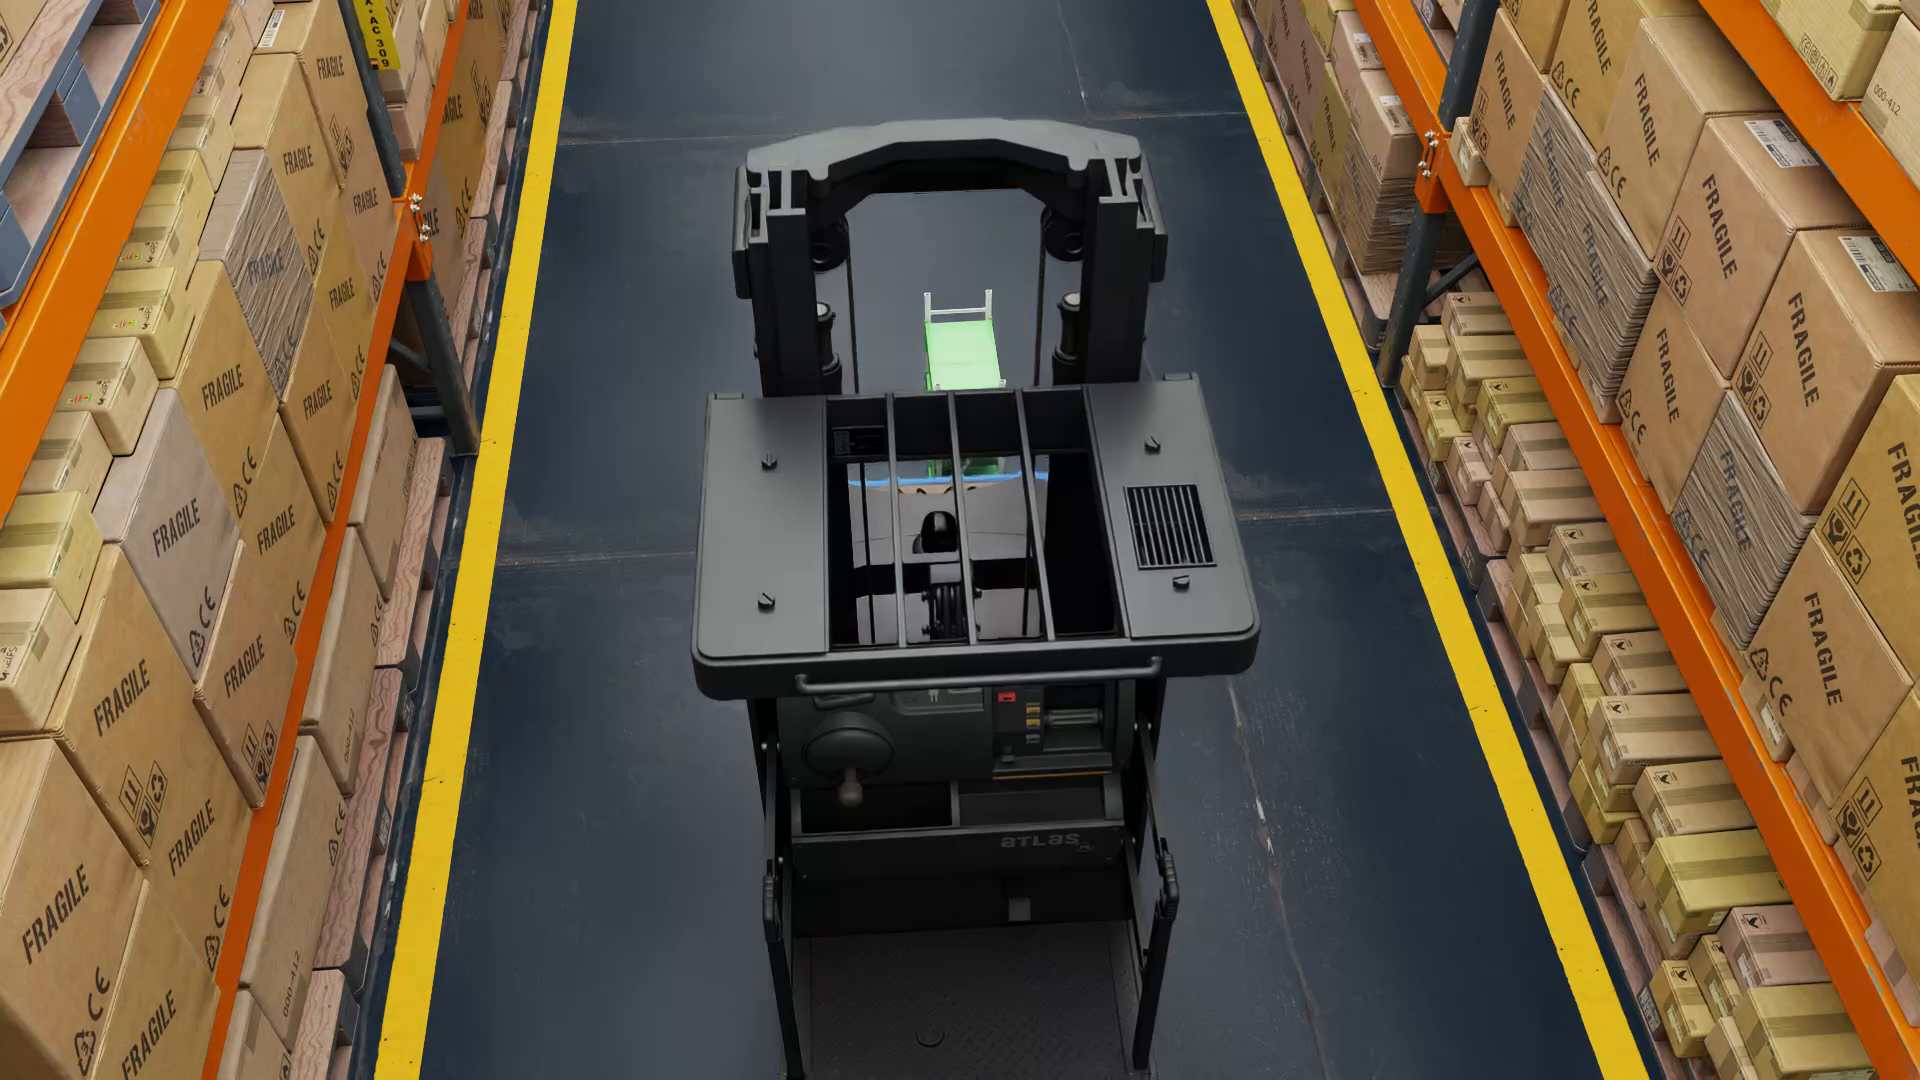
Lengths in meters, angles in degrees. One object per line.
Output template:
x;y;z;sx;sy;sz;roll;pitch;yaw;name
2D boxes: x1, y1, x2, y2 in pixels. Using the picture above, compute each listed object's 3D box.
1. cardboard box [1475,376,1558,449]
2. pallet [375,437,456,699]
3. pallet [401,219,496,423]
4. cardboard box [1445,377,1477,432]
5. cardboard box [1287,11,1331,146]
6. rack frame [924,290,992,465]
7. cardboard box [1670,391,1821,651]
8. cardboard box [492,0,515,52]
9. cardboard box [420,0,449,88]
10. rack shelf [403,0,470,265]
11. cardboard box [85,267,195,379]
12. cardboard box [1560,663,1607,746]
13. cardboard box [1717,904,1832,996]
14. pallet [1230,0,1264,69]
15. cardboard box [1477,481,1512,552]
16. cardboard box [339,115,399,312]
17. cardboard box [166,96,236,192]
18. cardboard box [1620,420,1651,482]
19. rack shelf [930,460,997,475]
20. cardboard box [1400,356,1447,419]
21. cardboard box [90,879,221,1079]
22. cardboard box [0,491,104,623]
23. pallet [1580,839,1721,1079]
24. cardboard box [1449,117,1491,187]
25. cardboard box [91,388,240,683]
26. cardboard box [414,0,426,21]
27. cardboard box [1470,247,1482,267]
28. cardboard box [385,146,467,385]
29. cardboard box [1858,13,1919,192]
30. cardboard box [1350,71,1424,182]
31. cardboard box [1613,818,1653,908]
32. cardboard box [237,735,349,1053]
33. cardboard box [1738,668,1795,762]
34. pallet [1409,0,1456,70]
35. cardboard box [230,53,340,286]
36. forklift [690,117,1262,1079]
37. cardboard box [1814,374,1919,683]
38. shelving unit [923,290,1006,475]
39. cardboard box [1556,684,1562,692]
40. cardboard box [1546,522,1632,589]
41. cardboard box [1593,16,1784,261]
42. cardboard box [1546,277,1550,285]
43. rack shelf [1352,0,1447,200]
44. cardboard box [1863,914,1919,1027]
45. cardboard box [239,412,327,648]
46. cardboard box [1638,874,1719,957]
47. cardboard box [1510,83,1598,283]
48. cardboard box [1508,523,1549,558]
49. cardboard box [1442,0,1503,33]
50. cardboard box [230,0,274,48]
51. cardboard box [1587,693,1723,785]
2.225;-0.498;6.420;0.380;0.149;0.250;-4;47;-4;cardboard box
-2.570;0.114;6.497;1.003;0.211;1.213;-3;47;-3;pallet
-2.696;-0.995;7.547;1.003;0.211;1.213;-3;47;-3;pallet
2.190;-0.581;6.703;0.380;0.149;0.250;-3;47;-3;cardboard box
1.974;-2.321;8.315;0.500;0.500;0.500;-4;47;-4;cardboard box
-0.007;-0.469;6.368;0.240;1.200;0.015;-3;47;-3;rack frame
2.319;-0.065;4.472;0.500;0.500;0.500;-3;47;-3;cardboard box
-2.916;-3.203;8.891;0.875;0.875;0.875;-4;47;-4;cardboard box
-2.375;-2.057;6.735;0.500;0.250;0.500;-5;47;-4;cardboard box
-2.724;-2.599;7.641;1.077;0.370;4.000;-3;47;-3;rack shelf
-2.063;-0.505;3.958;0.380;0.149;0.250;-5;47;-4;cardboard box
2.270;0.553;5.630;0.380;0.149;0.250;-1;47;-1;cardboard box
2.442;1.199;4.813;0.380;0.149;0.250;-3;47;-3;cardboard box
2.097;-3.143;9.582;1.003;0.211;1.213;-3;47;-3;pallet
2.244;-0.105;6.458;0.380;0.149;0.250;-4;47;-4;cardboard box
-2.263;-1.114;5.670;0.500;0.500;0.500;-3;47;-3;cardboard box
-2.192;-1.058;4.482;0.380;0.149;0.250;-4;47;-4;cardboard box
2.293;-0.321;5.162;0.380;0.149;0.250;-2;47;-2;cardboard box
0.014;-0.249;6.247;0.258;0.148;0.480;-3;47;-3;rack shelf
2.078;-0.655;6.978;0.380;0.149;0.250;-5;47;-5;cardboard box
-1.975;1.095;3.578;0.500;0.500;0.500;-4;47;-4;cardboard box
-2.016;0.050;3.433;0.380;0.149;0.250;-5;47;-5;cardboard box
2.664;1.434;5.246;1.003;0.211;1.213;-3;47;-3;pallet
2.066;-1.462;6.242;0.380;0.149;0.250;-2;47;-2;cardboard box
-2.079;0.006;3.921;0.500;0.500;0.500;-4;47;-4;cardboard box
-2.384;-2.231;6.556;0.500;0.250;0.500;-3;47;-3;cardboard box
2.570;-1.609;7.641;0.500;0.500;0.500;-2;47;-2;cardboard box
-2.688;-1.257;7.049;0.875;0.875;0.875;-2;47;-2;cardboard box
2.323;-0.901;3.575;0.500;0.250;0.500;-2;47;-2;cardboard box
2.054;-1.840;7.343;0.500;0.250;0.500;-5;47;-4;cardboard box
2.359;1.034;5.379;0.380;0.149;0.250;-3;47;-3;cardboard box
-2.461;1.098;5.120;0.875;0.438;0.875;-2;47;-2;cardboard box
2.330;0.442;4.438;0.380;0.149;0.250;-2;47;-2;cardboard box
2.449;-2.270;6.966;1.003;0.211;1.213;-3;47;-3;pallet
-2.207;-1.086;4.955;0.500;0.500;0.500;-4;47;-4;cardboard box
0.008;0.582;4.180;1.130;2.935;3.031;-3;47;-3;forklift
2.374;-0.043;3.762;0.500;0.500;0.500;-5;47;-5;cardboard box
0.014;-0.293;6.201;0.258;1.200;0.503;-3;47;-3;shelving unit
2.326;0.467;5.916;0.380;0.149;0.250;-2;47;-2;cardboard box
2.314;0.071;5.881;0.380;0.149;0.250;-5;47;-5;cardboard box
2.233;-1.172;4.832;0.500;0.500;0.500;-3;47;-3;cardboard box
2.253;-0.893;5.703;0.380;0.149;0.250;-5;47;-5;cardboard box
2.201;-2.973;7.995;1.077;0.370;4.000;-3;47;-3;rack shelf
2.394;0.988;3.921;0.380;0.149;0.250;-3;47;-3;cardboard box
-2.129;0.000;4.615;0.500;0.500;0.500;-2;47;-2;cardboard box
2.329;1.114;5.099;0.380;0.149;0.250;-5;47;-5;cardboard box
2.207;-1.179;5.527;0.500;0.500;0.500;-3;47;-3;cardboard box
2.266;-0.011;6.164;0.380;0.149;0.250;-2;47;-1;cardboard box
2.138;-2.107;6.563;0.380;0.149;0.250;-4;47;-4;cardboard box
-2.299;-1.600;4.995;0.380;0.149;0.250;-2;47;-2;cardboard box
2.257;0.637;5.345;0.380;0.149;0.250;-2;47;-2;cardboard box
